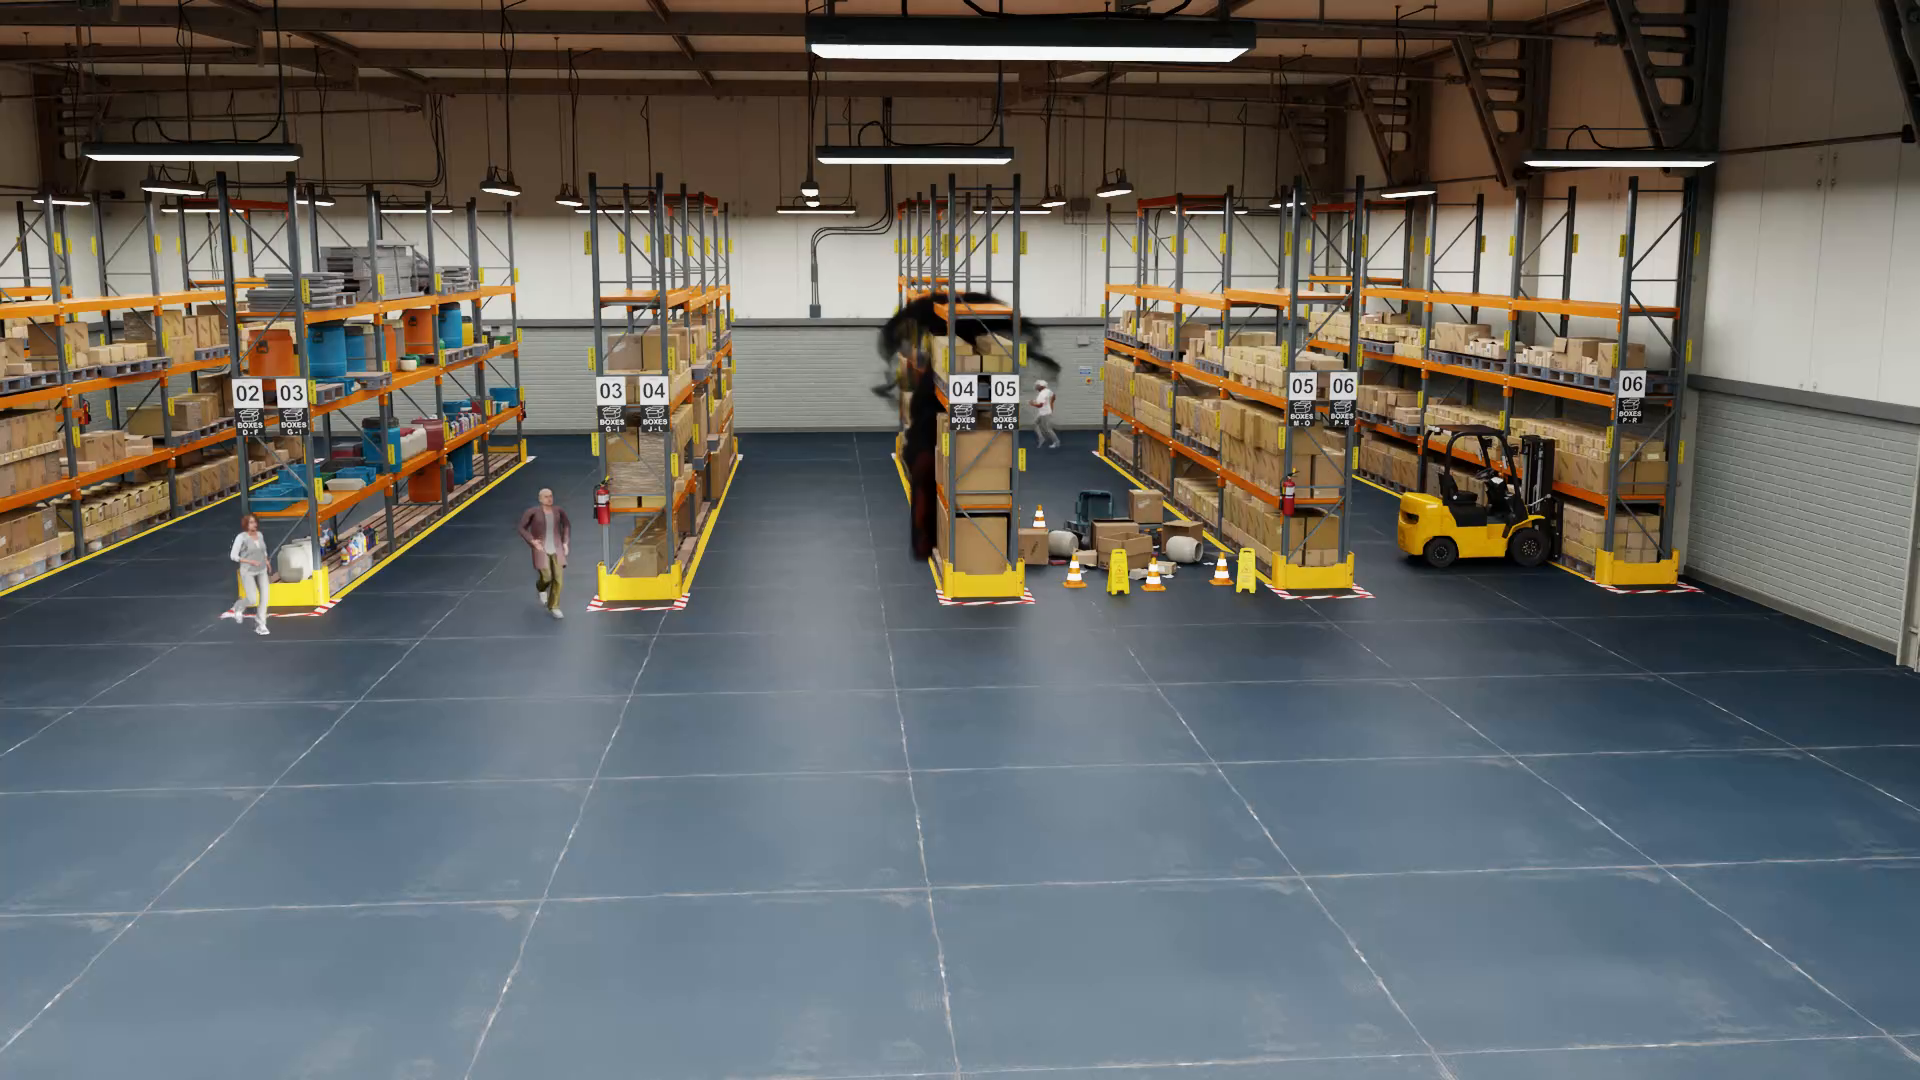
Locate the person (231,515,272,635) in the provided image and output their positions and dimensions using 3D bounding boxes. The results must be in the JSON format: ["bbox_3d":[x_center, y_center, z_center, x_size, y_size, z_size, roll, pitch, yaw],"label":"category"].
[{"bbox_3d":[-9.262,0.440,21.735,0.669,1.568,0.557,6,12,32],"label":"person"}]

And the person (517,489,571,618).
[{"bbox_3d":[-5.679,0.162,22.856,0.749,1.759,0.717,-6,12,-29],"label":"person"}]

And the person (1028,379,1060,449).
[{"bbox_3d":[2.092,-3.119,41.315,0.812,1.754,0.733,1,10,4],"label":"person"}]
